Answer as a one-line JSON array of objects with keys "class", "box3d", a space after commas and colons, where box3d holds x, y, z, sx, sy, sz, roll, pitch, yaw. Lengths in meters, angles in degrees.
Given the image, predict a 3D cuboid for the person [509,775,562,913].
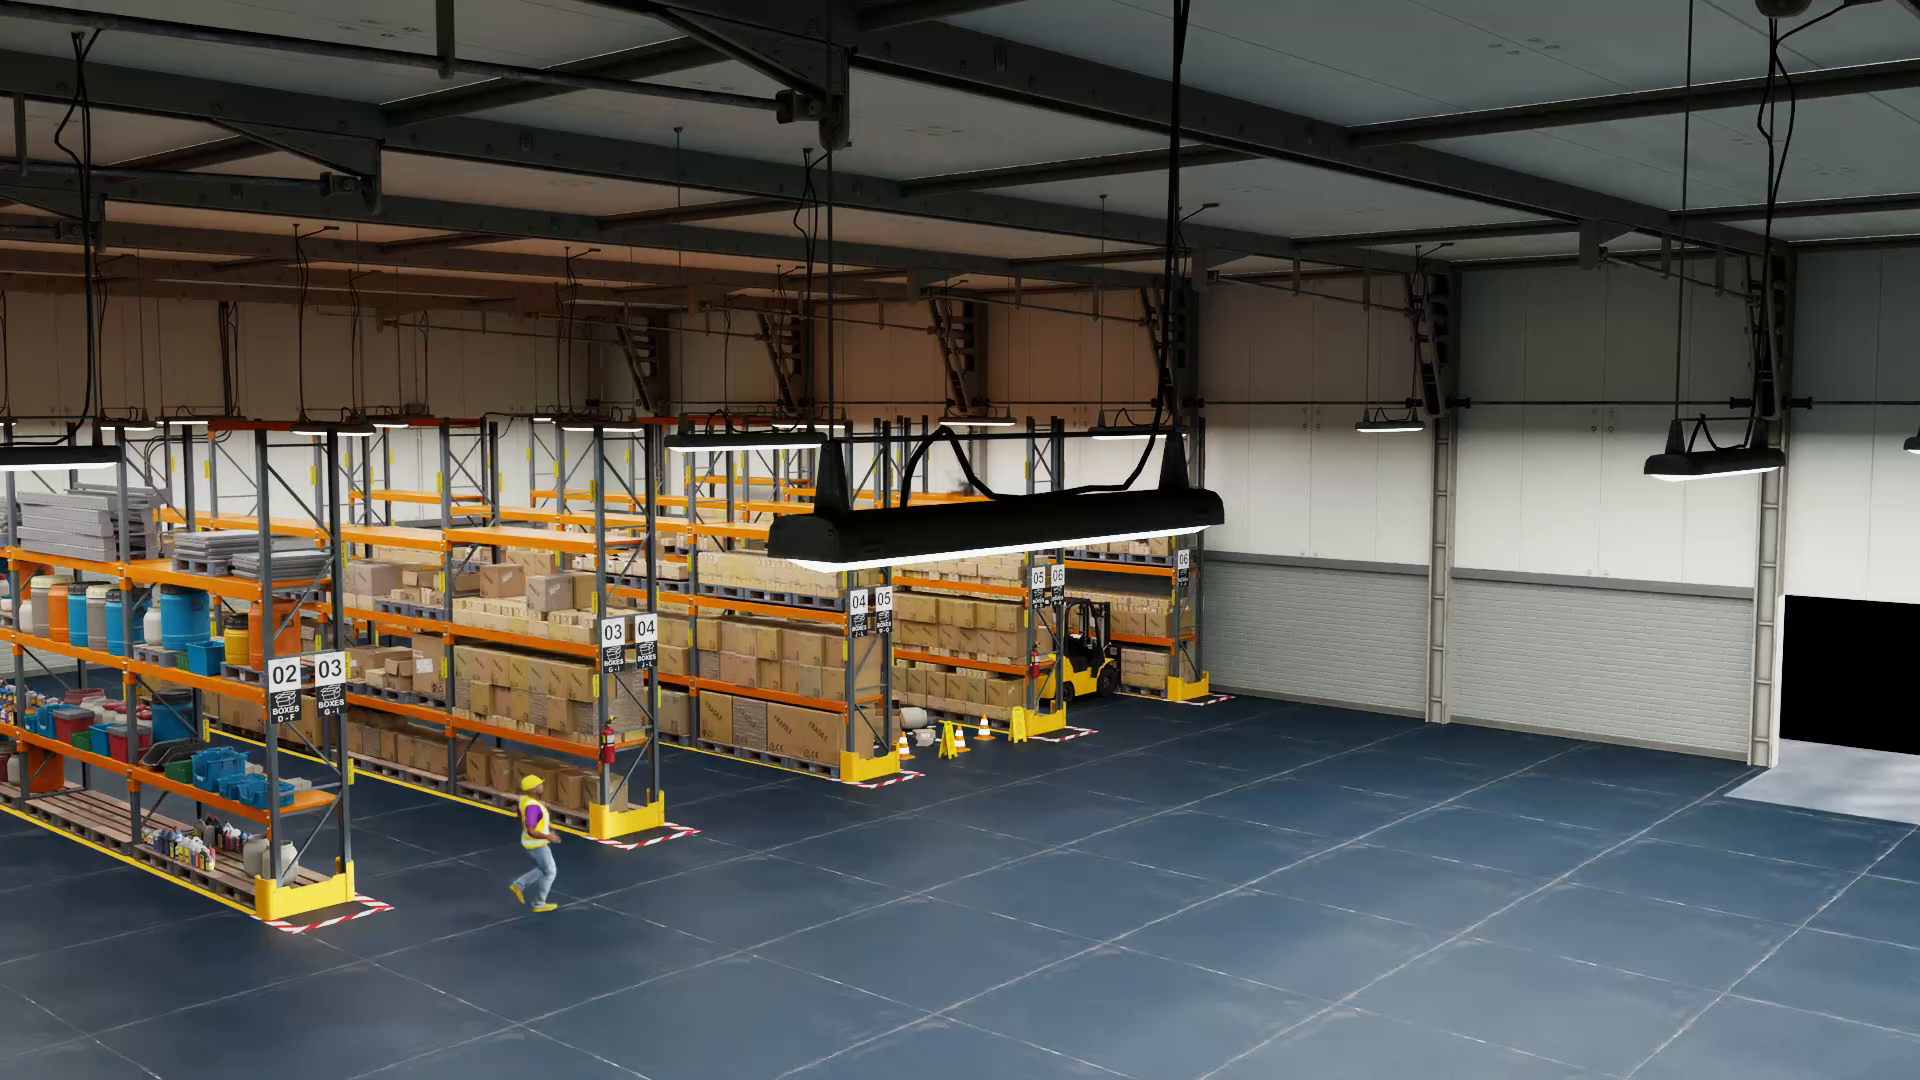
[{"class": "person", "box3d": [-5.274, 3.759, 20.601, 0.608, 1.718, 0.697, -2, 5, -22]}]
